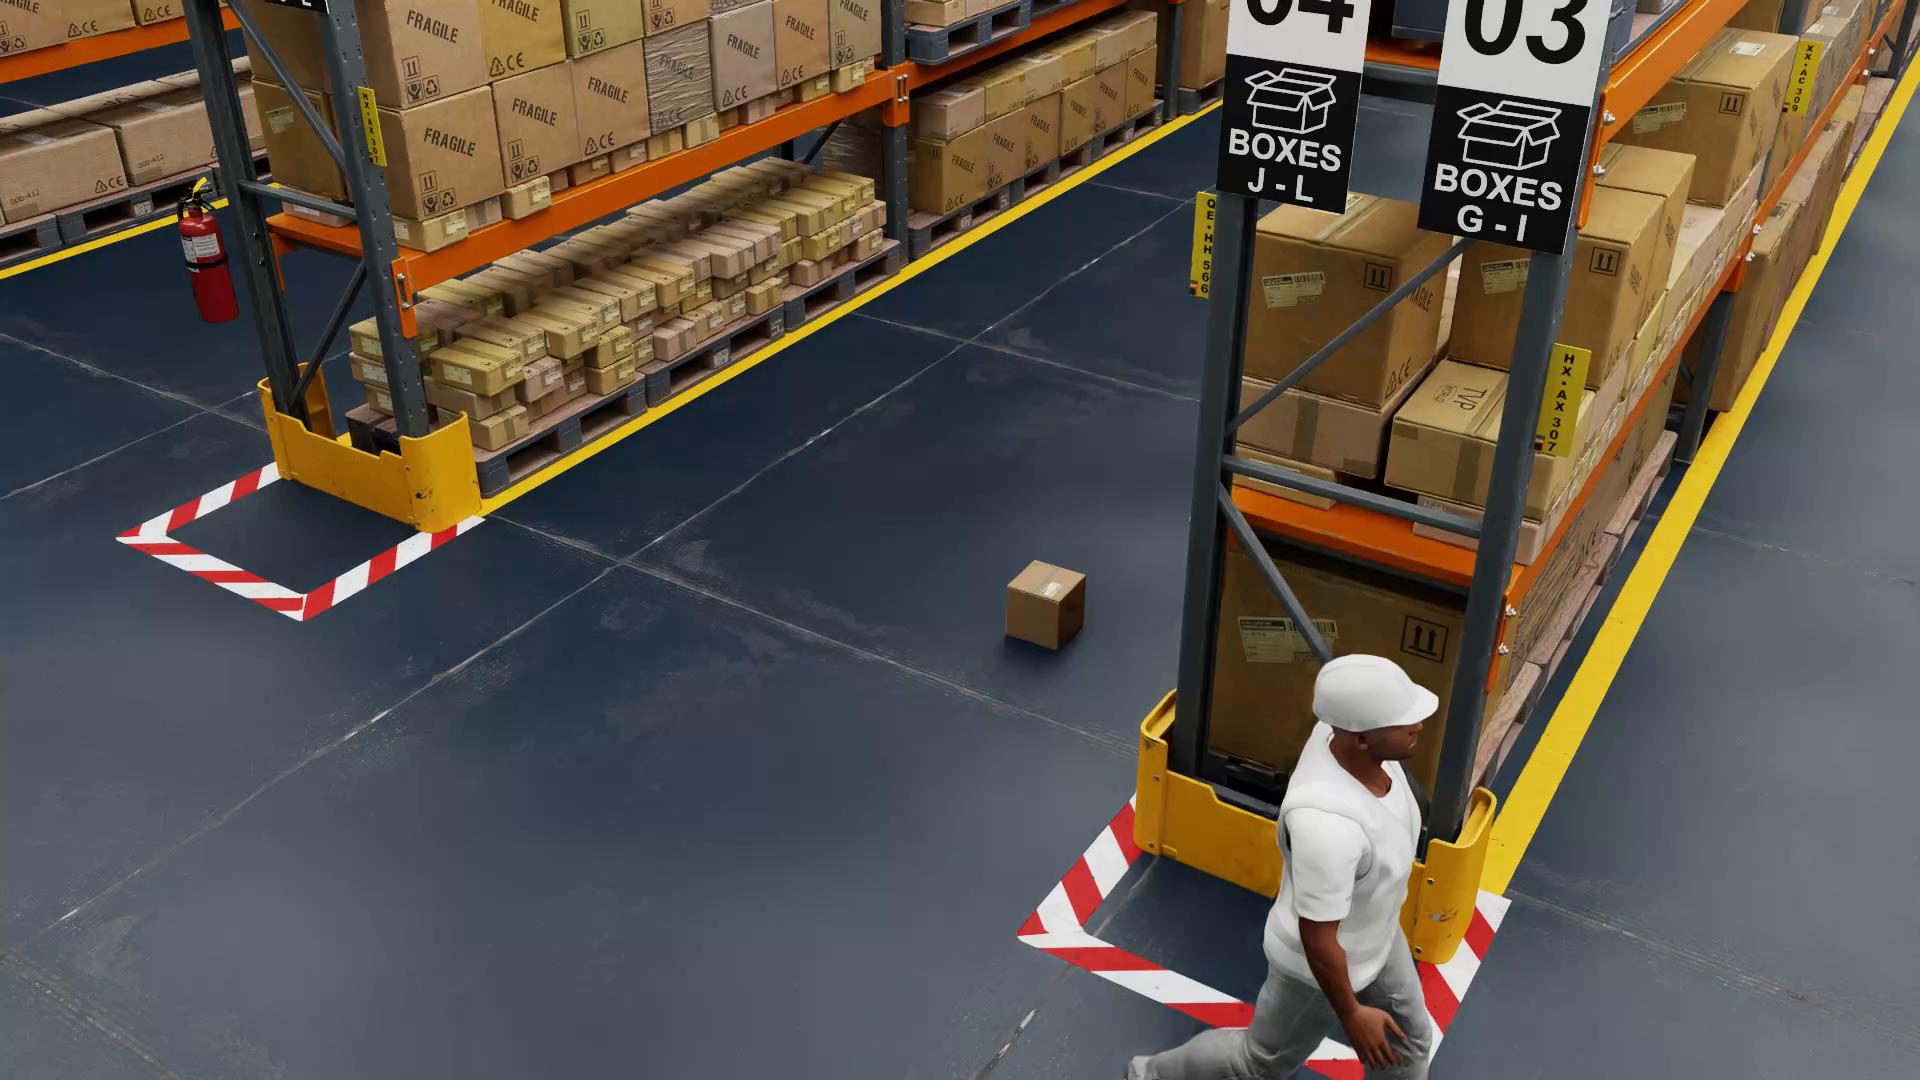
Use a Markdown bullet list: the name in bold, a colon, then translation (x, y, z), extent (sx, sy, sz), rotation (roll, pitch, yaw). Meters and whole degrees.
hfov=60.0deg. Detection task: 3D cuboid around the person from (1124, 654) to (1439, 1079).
- **person**: translation (0.969, 1.035, 4.339), extent (1.030, 1.725, 0.588), rotation (14, 33, 22)
